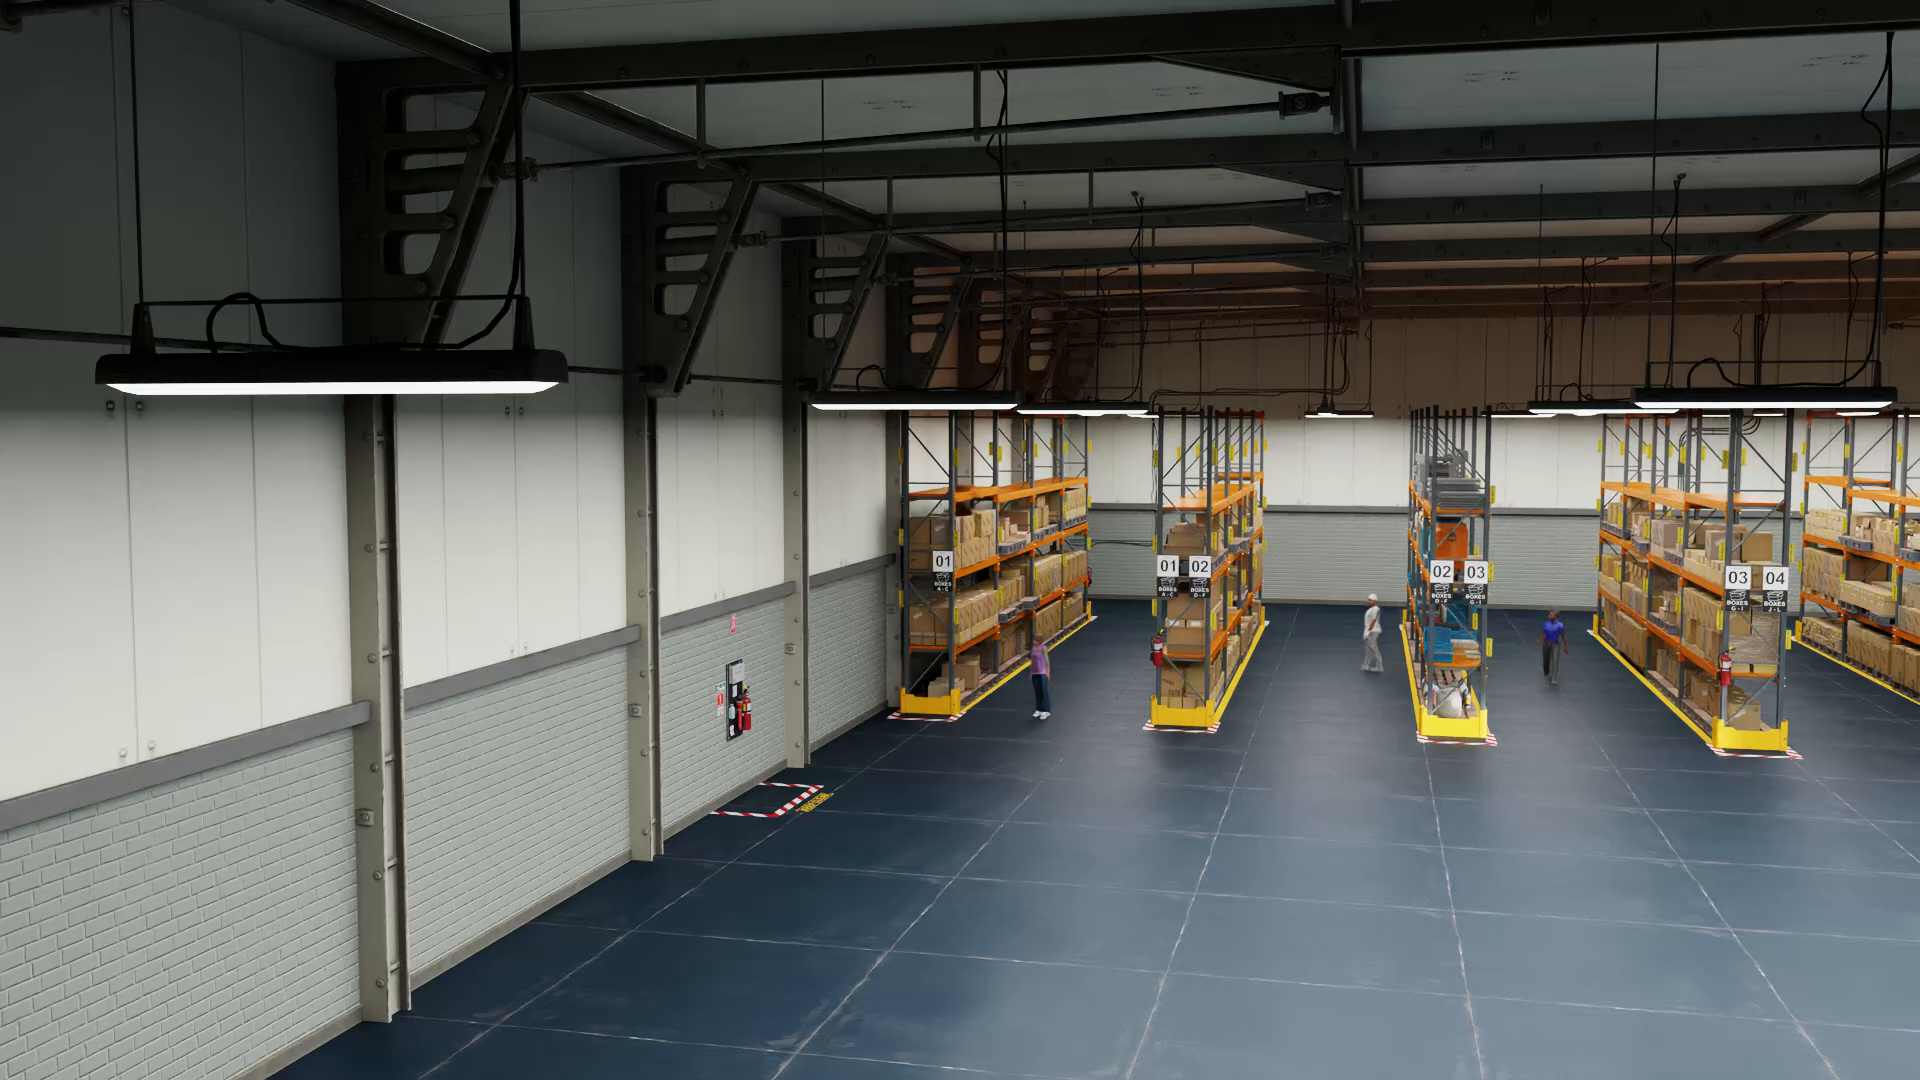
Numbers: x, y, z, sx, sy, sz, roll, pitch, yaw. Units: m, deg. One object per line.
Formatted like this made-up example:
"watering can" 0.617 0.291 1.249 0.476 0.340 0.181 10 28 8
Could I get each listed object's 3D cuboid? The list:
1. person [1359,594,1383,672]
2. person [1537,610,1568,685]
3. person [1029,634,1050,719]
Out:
"person" 9.341 2.149 37.914 0.709 1.833 0.711 3 5 38
"person" 12.925 2.317 36.263 0.617 1.600 1.047 2 4 22
"person" 1.529 2.616 32.140 0.508 1.606 0.397 4 6 44
